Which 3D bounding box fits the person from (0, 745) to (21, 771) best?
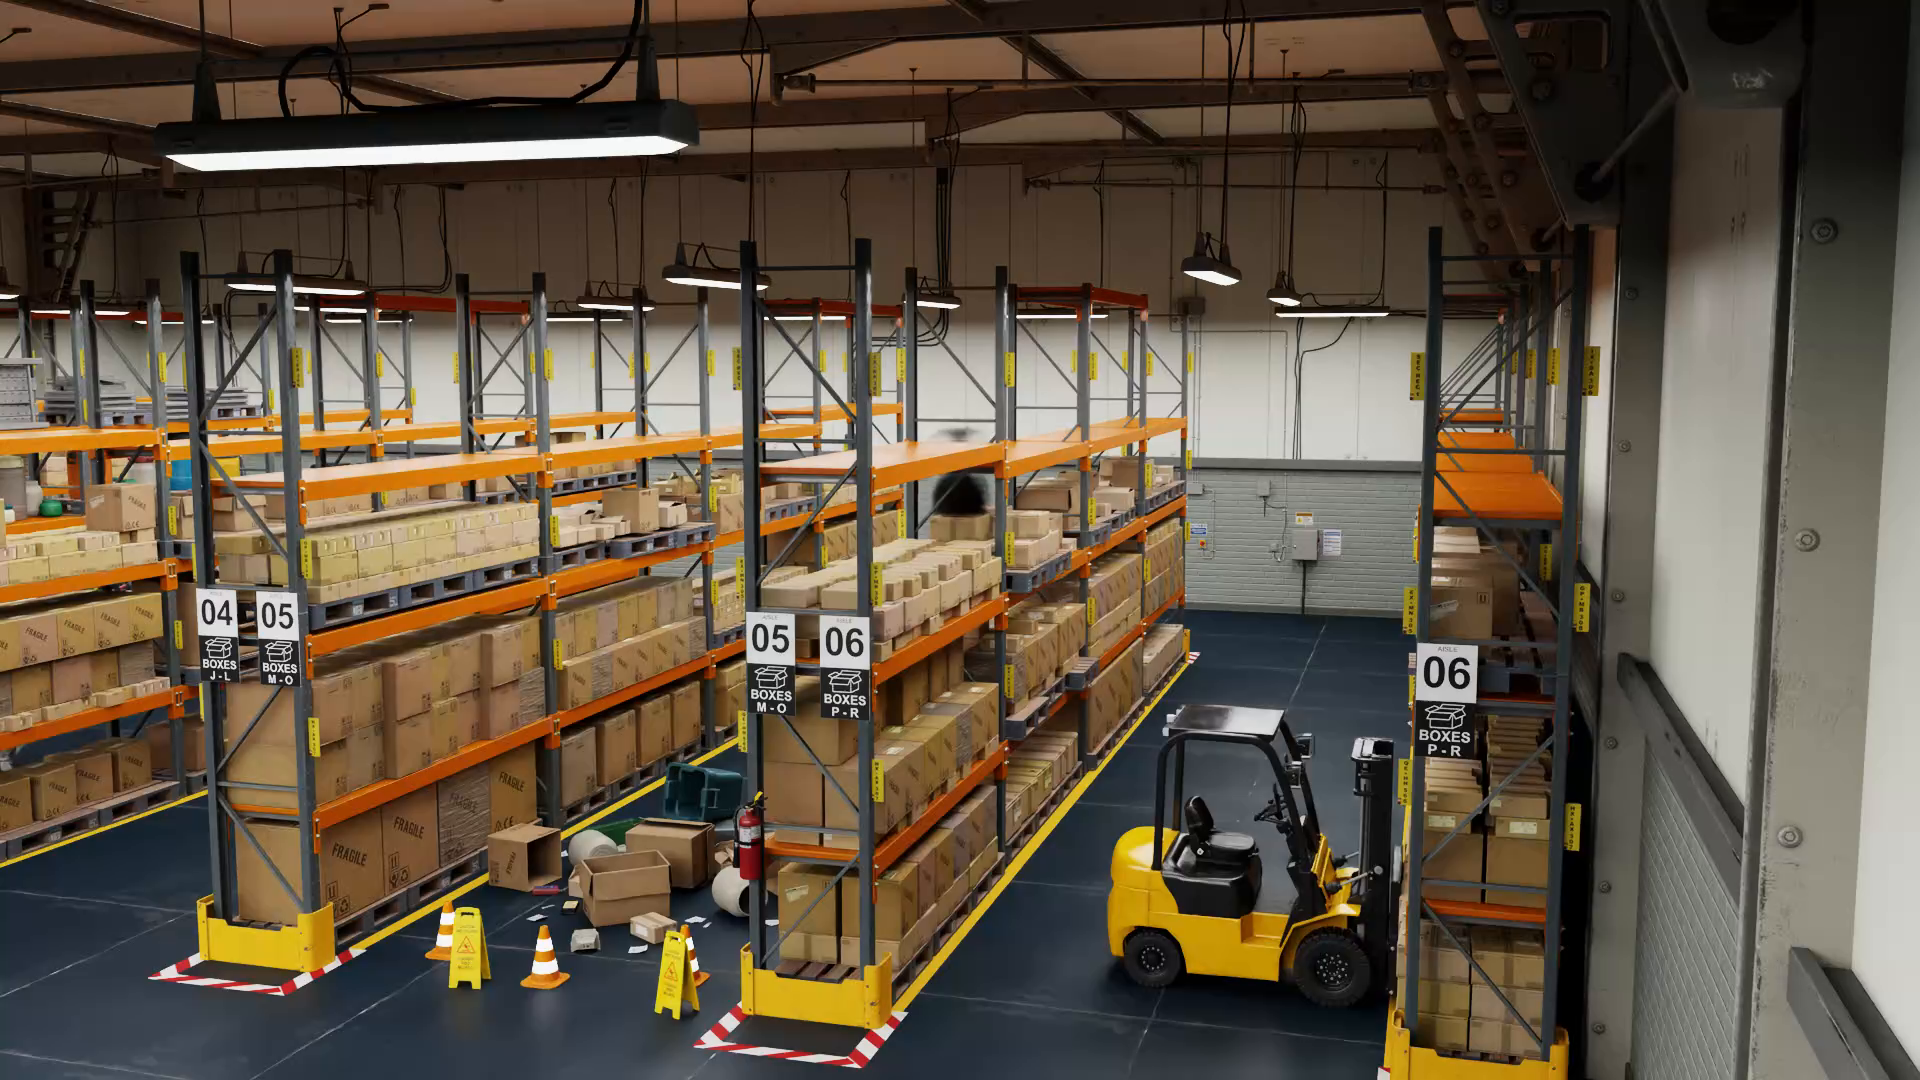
[{"bbox_3d":[-11.916,2.091,20.583,0.704,1.577,0.972,-2,7,-14],"label":"person"}]
